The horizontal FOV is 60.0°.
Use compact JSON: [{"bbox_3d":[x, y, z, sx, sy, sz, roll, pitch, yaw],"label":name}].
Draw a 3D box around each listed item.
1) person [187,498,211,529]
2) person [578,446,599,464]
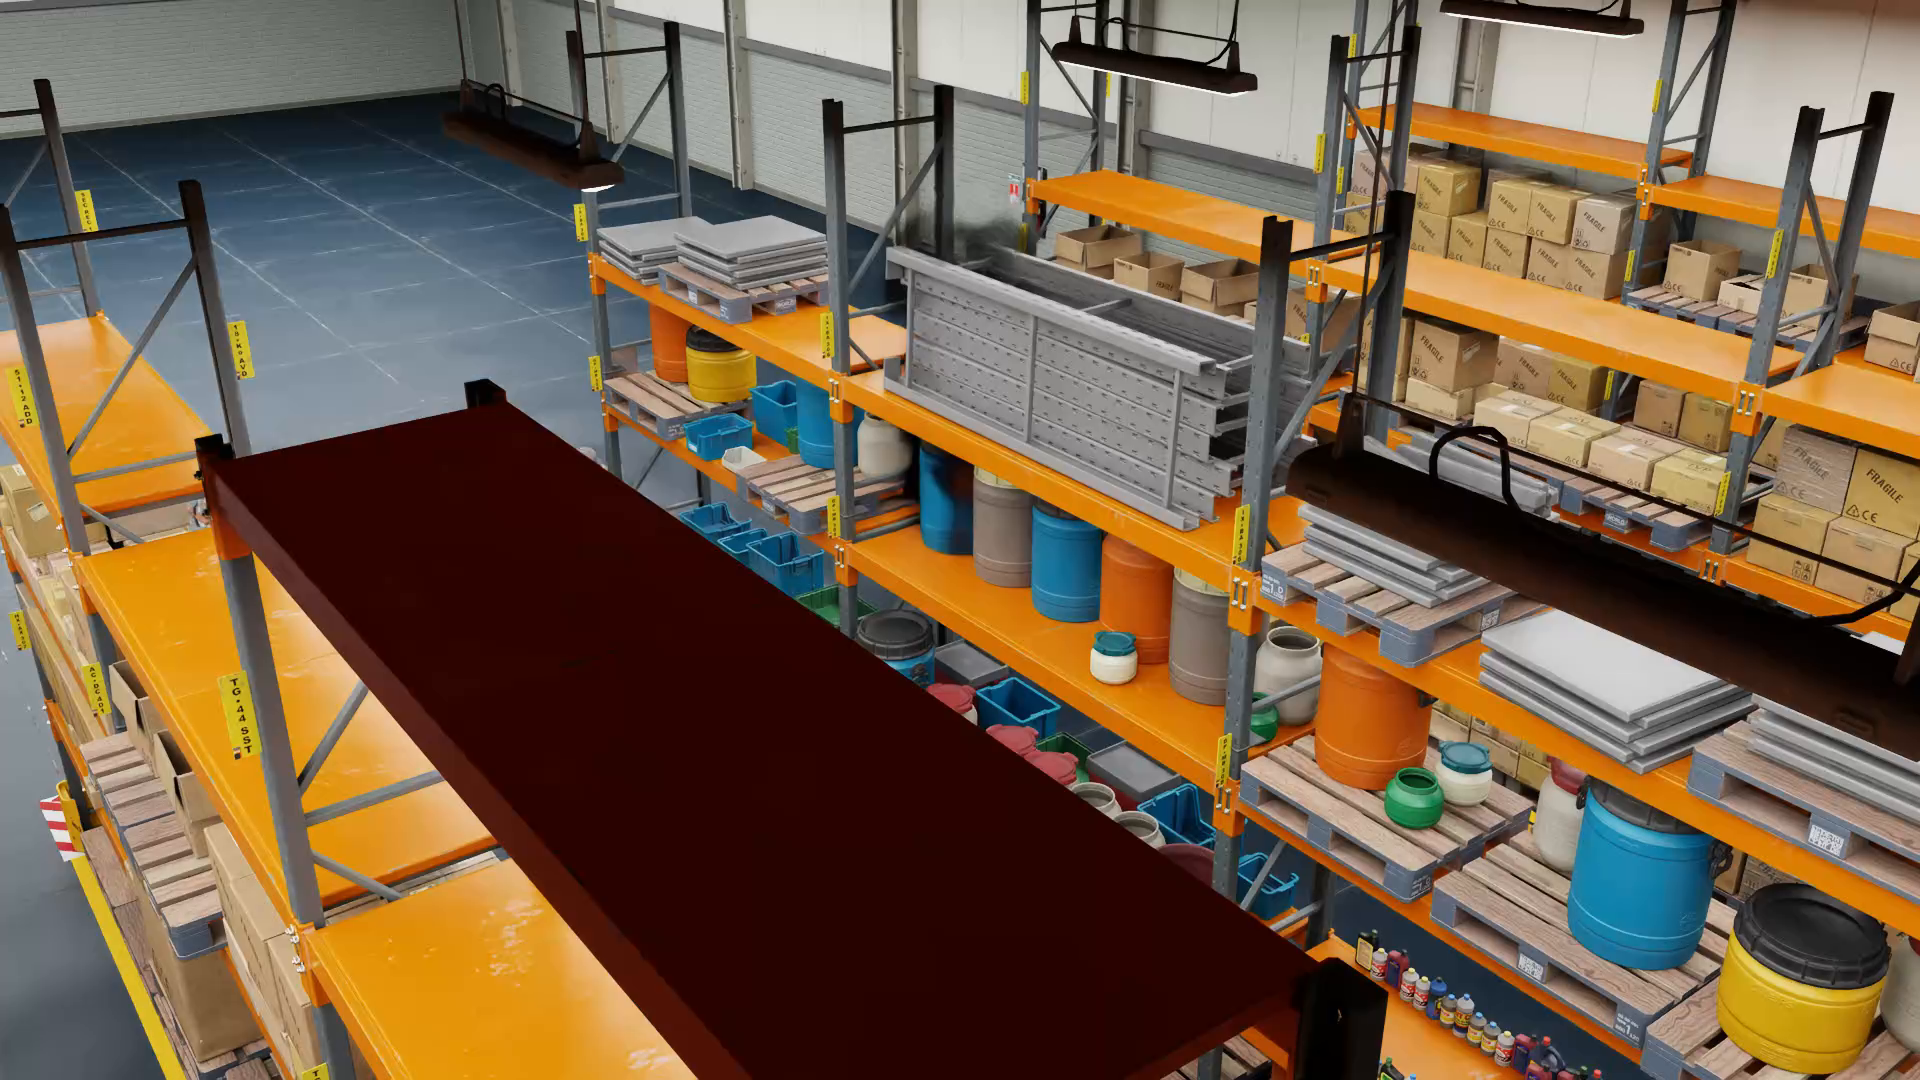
[{"bbox_3d":[-7.476,-0.033,16.951,0.743,1.842,0.643,-2,25,-5],"label":"person"},{"bbox_3d":[-3.806,-0.195,17.460,0.779,1.682,0.622,-1,25,-3],"label":"person"}]
